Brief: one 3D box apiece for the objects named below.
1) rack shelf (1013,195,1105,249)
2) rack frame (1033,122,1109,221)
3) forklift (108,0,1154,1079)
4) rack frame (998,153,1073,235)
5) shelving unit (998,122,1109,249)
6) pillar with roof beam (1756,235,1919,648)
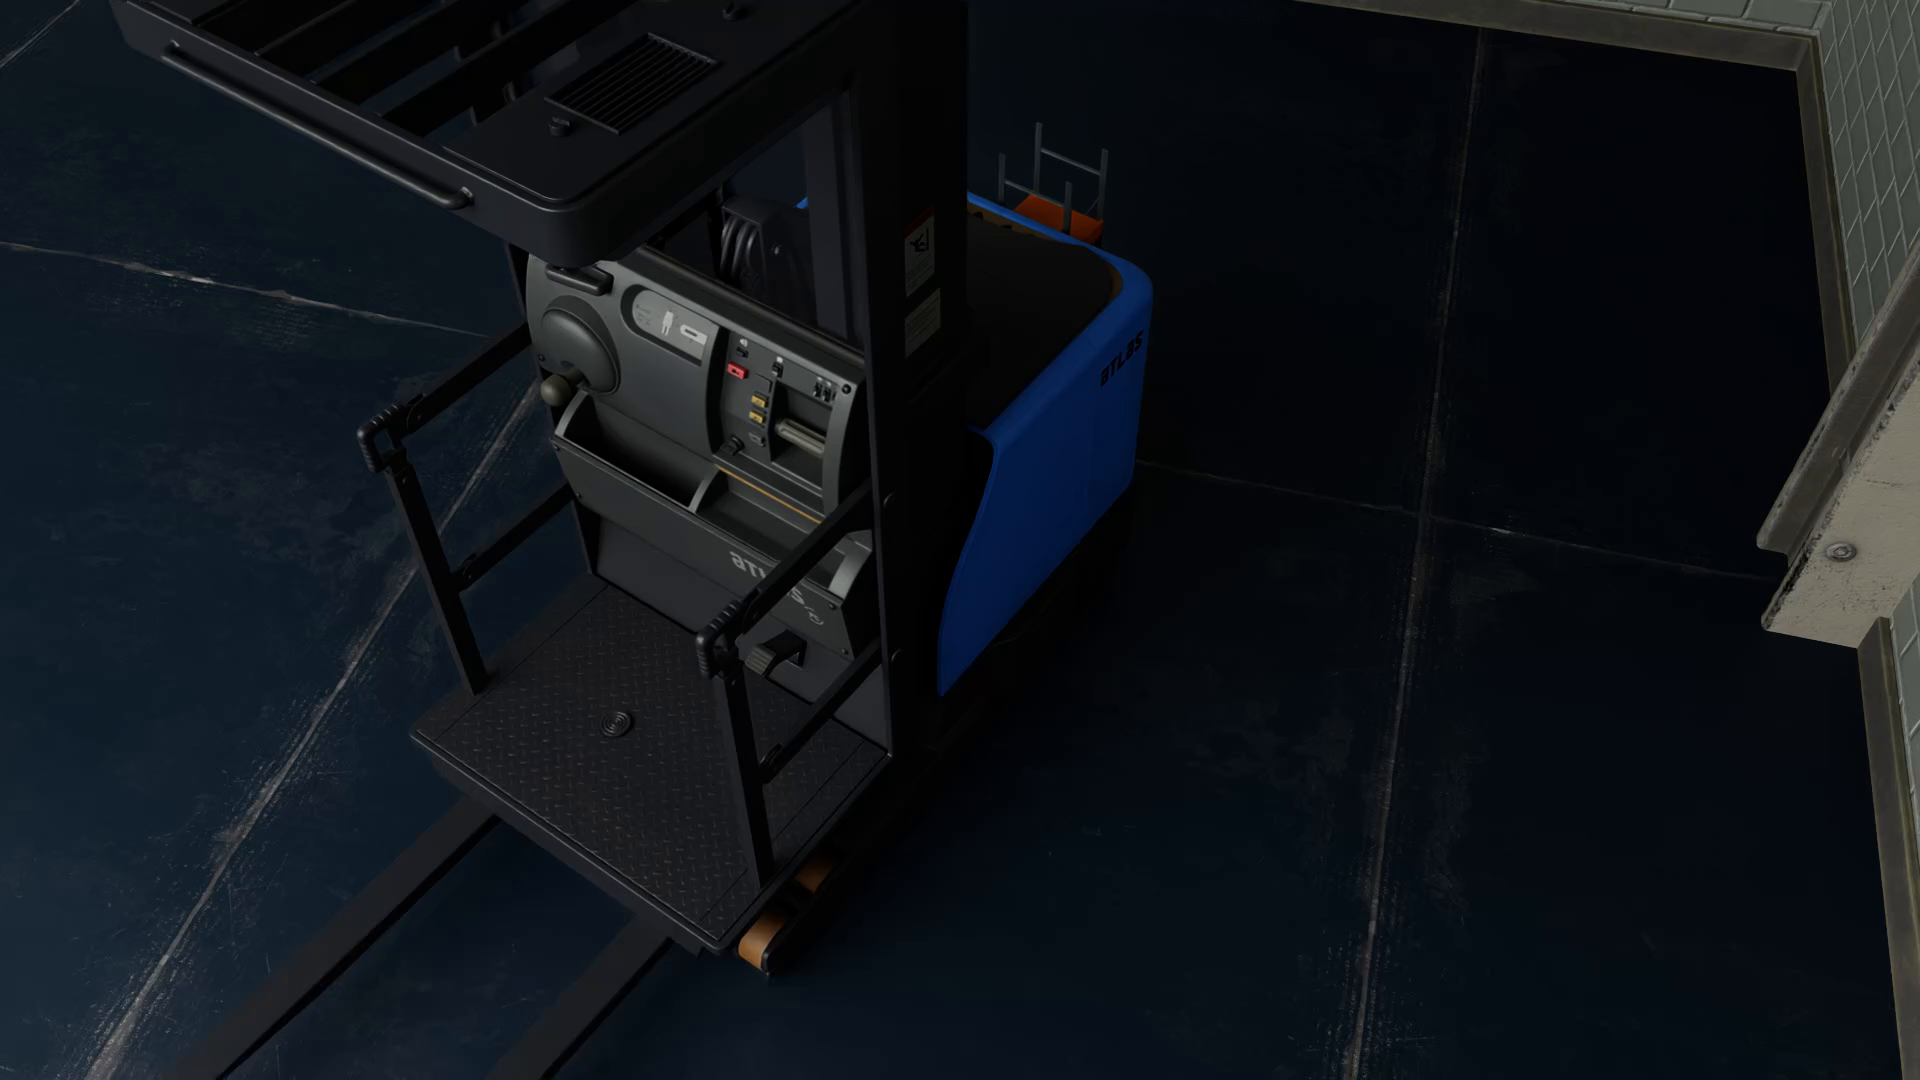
[{"bbox_3d":[0.260,-0.883,4.808,0.258,0.103,0.180,28,54,23],"label":"rack shelf"},{"bbox_3d":[0.313,-0.730,5.094,0.240,1.200,0.006,28,54,23],"label":"rack frame"},{"bbox_3d":[-0.728,-0.288,3.549,1.130,2.935,3.031,28,54,23],"label":"forklift"},{"bbox_3d":[0.207,-0.618,4.995,0.240,1.200,0.006,28,54,23],"label":"rack frame"},{"bbox_3d":[0.260,-0.674,5.044,0.258,1.200,0.189,28,54,23],"label":"shelving unit"},{"bbox_3d":[-1.534,-3.671,2.488,9.100,9.000,0.400,12,50,10],"label":"pillar with roof beam"}]
